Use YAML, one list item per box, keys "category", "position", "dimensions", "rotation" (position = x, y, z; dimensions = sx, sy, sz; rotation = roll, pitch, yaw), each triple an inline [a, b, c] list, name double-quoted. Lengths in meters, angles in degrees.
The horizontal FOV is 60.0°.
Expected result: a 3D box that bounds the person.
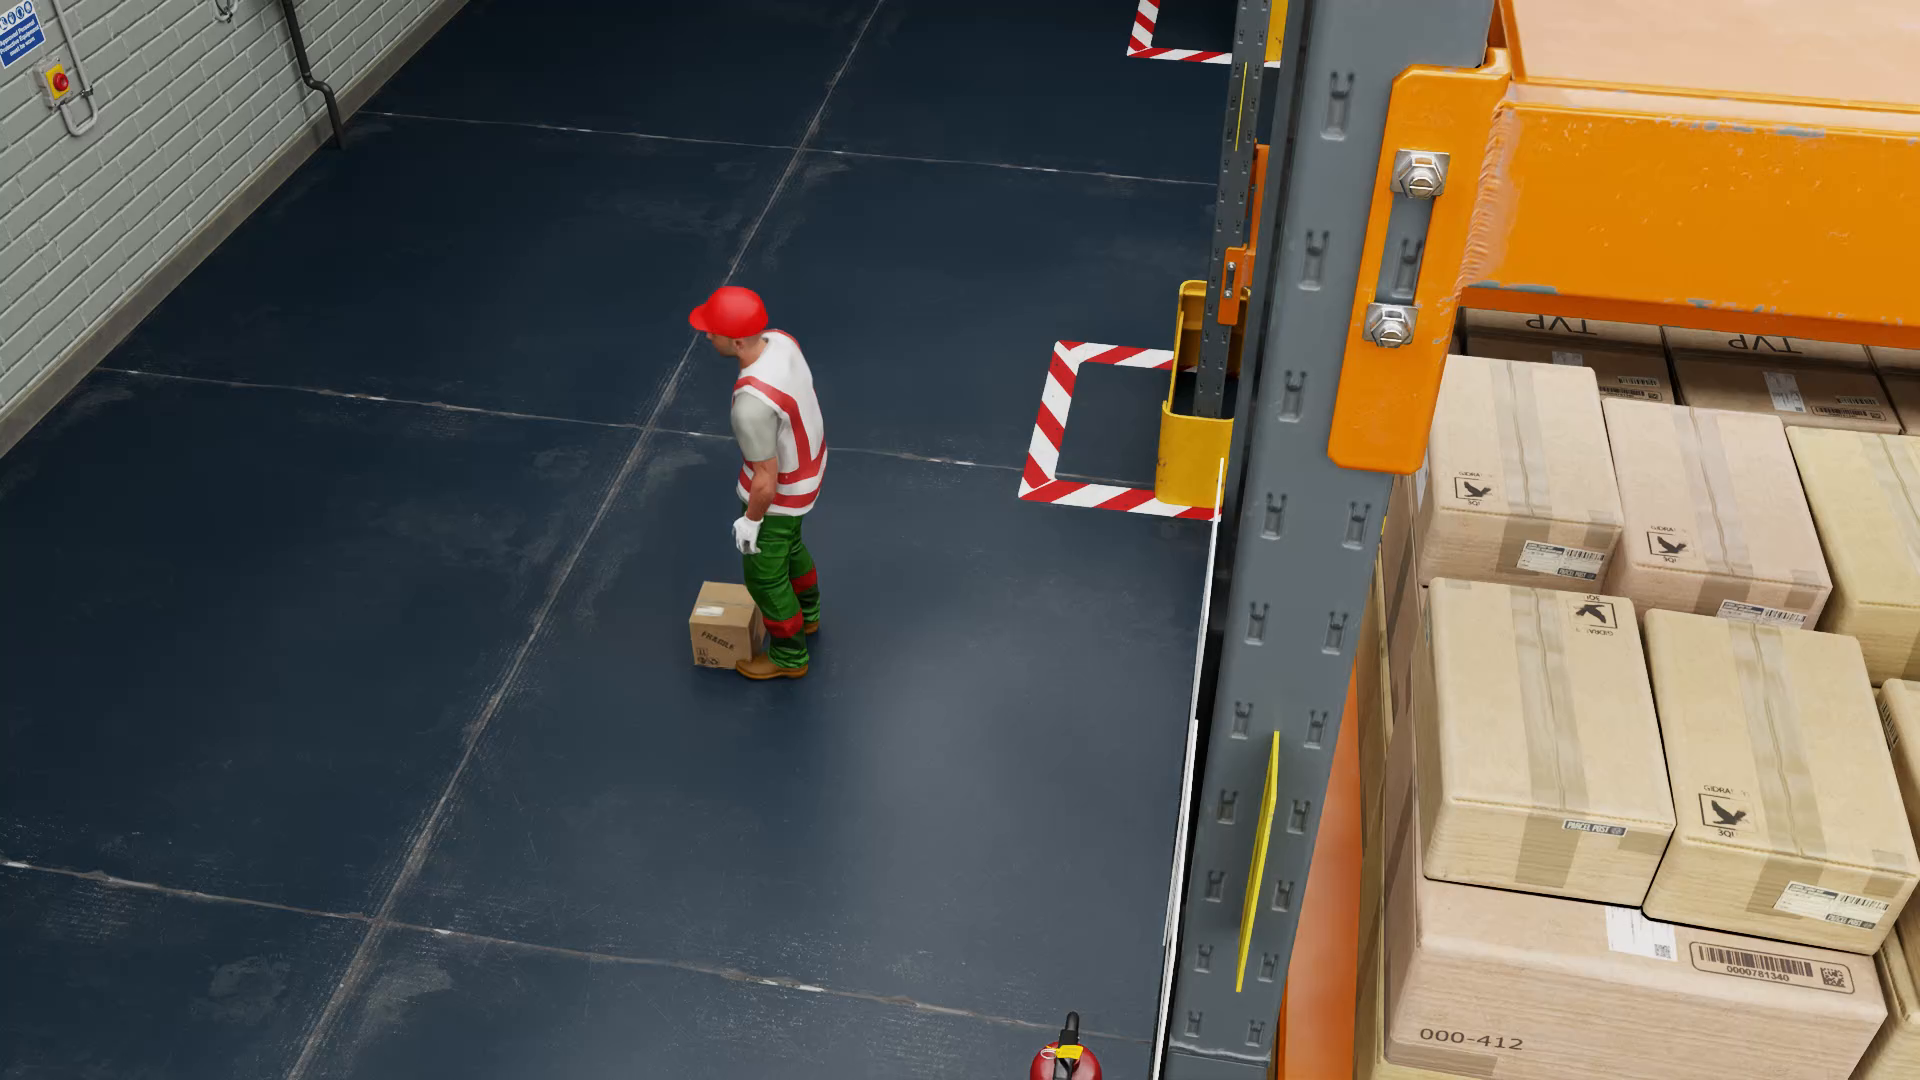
- category: "person"
  position: [-0.742, -0.198, 6.380]
  dimensions: [0.452, 1.779, 0.618]
  rotation: [4, 40, 5]
